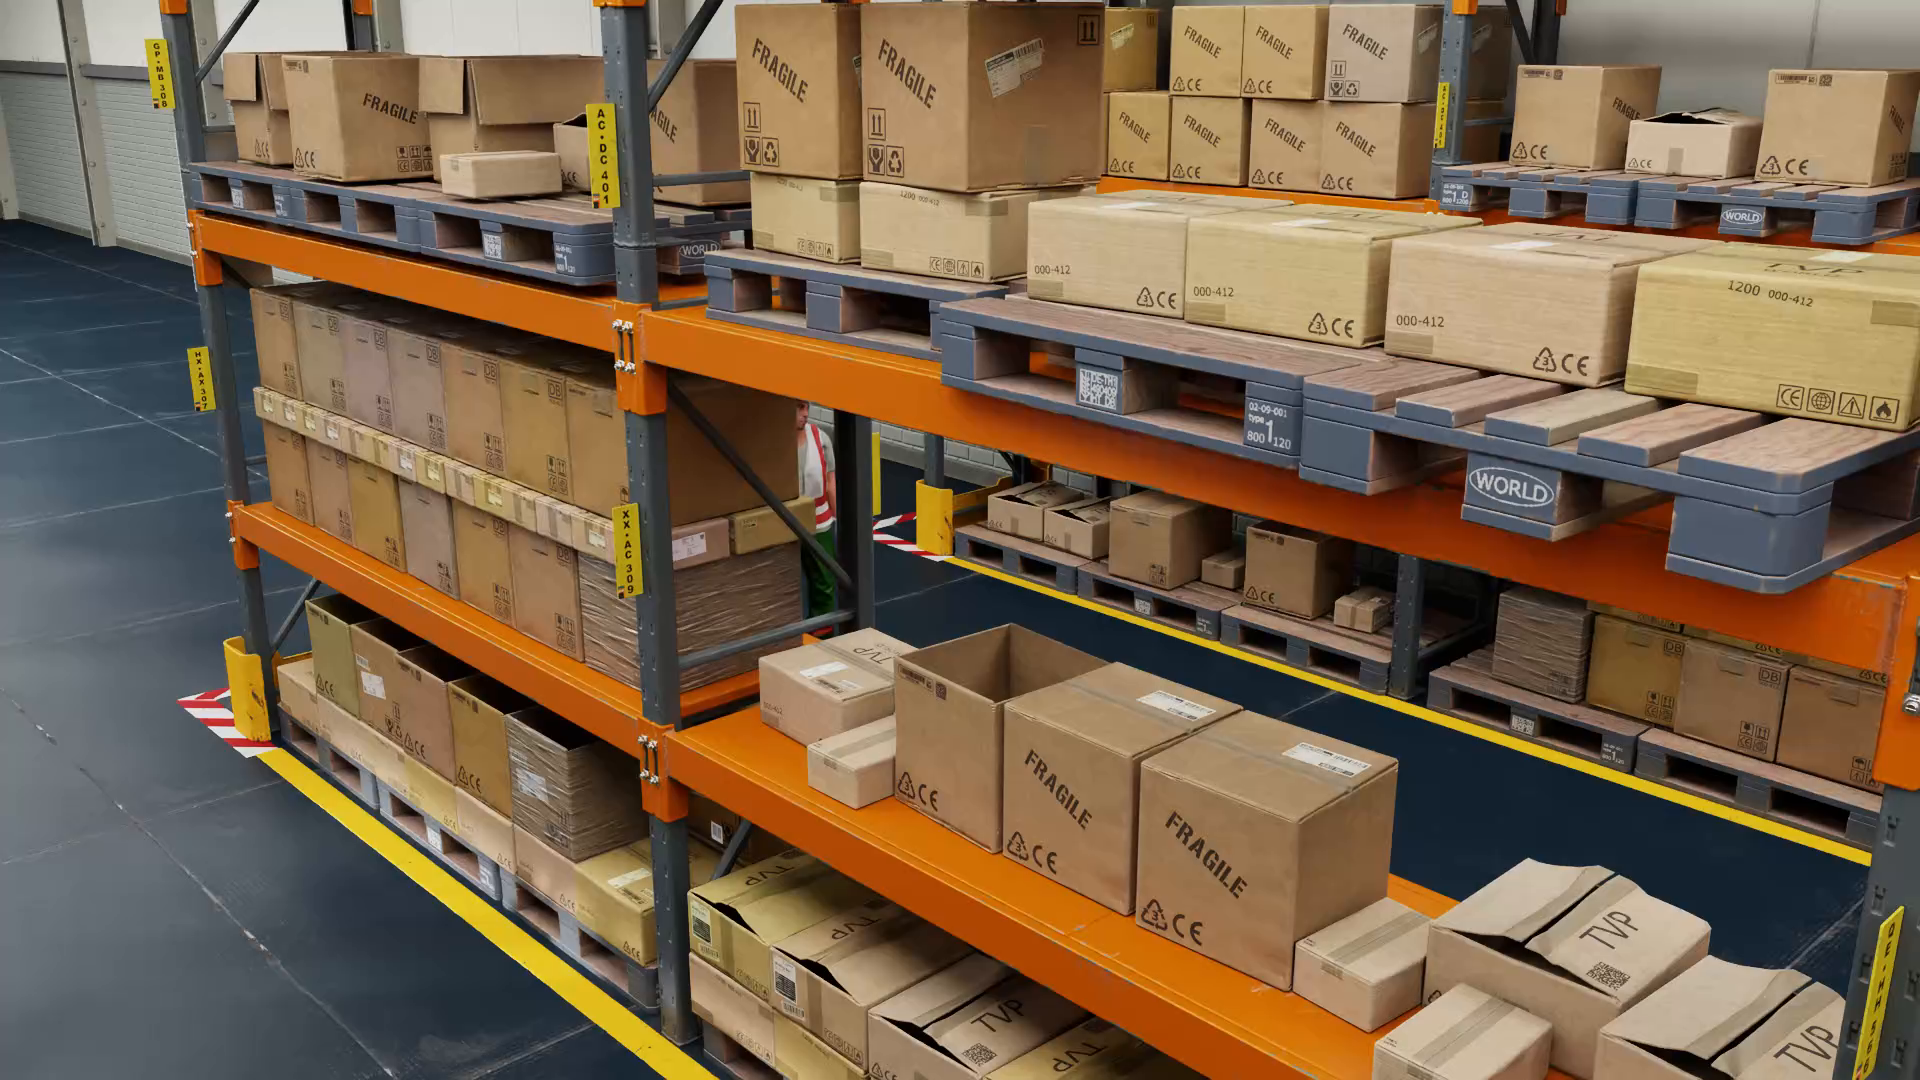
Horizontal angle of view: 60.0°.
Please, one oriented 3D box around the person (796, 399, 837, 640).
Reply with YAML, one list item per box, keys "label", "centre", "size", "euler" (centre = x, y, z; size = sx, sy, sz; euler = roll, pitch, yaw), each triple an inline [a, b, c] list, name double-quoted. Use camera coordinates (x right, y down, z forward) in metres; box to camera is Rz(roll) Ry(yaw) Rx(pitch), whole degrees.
- label: "person"
  centre: [-0.914, -0.029, 9.495]
  size: [0.597, 1.796, 0.434]
  euler: [-8, 19, -25]
